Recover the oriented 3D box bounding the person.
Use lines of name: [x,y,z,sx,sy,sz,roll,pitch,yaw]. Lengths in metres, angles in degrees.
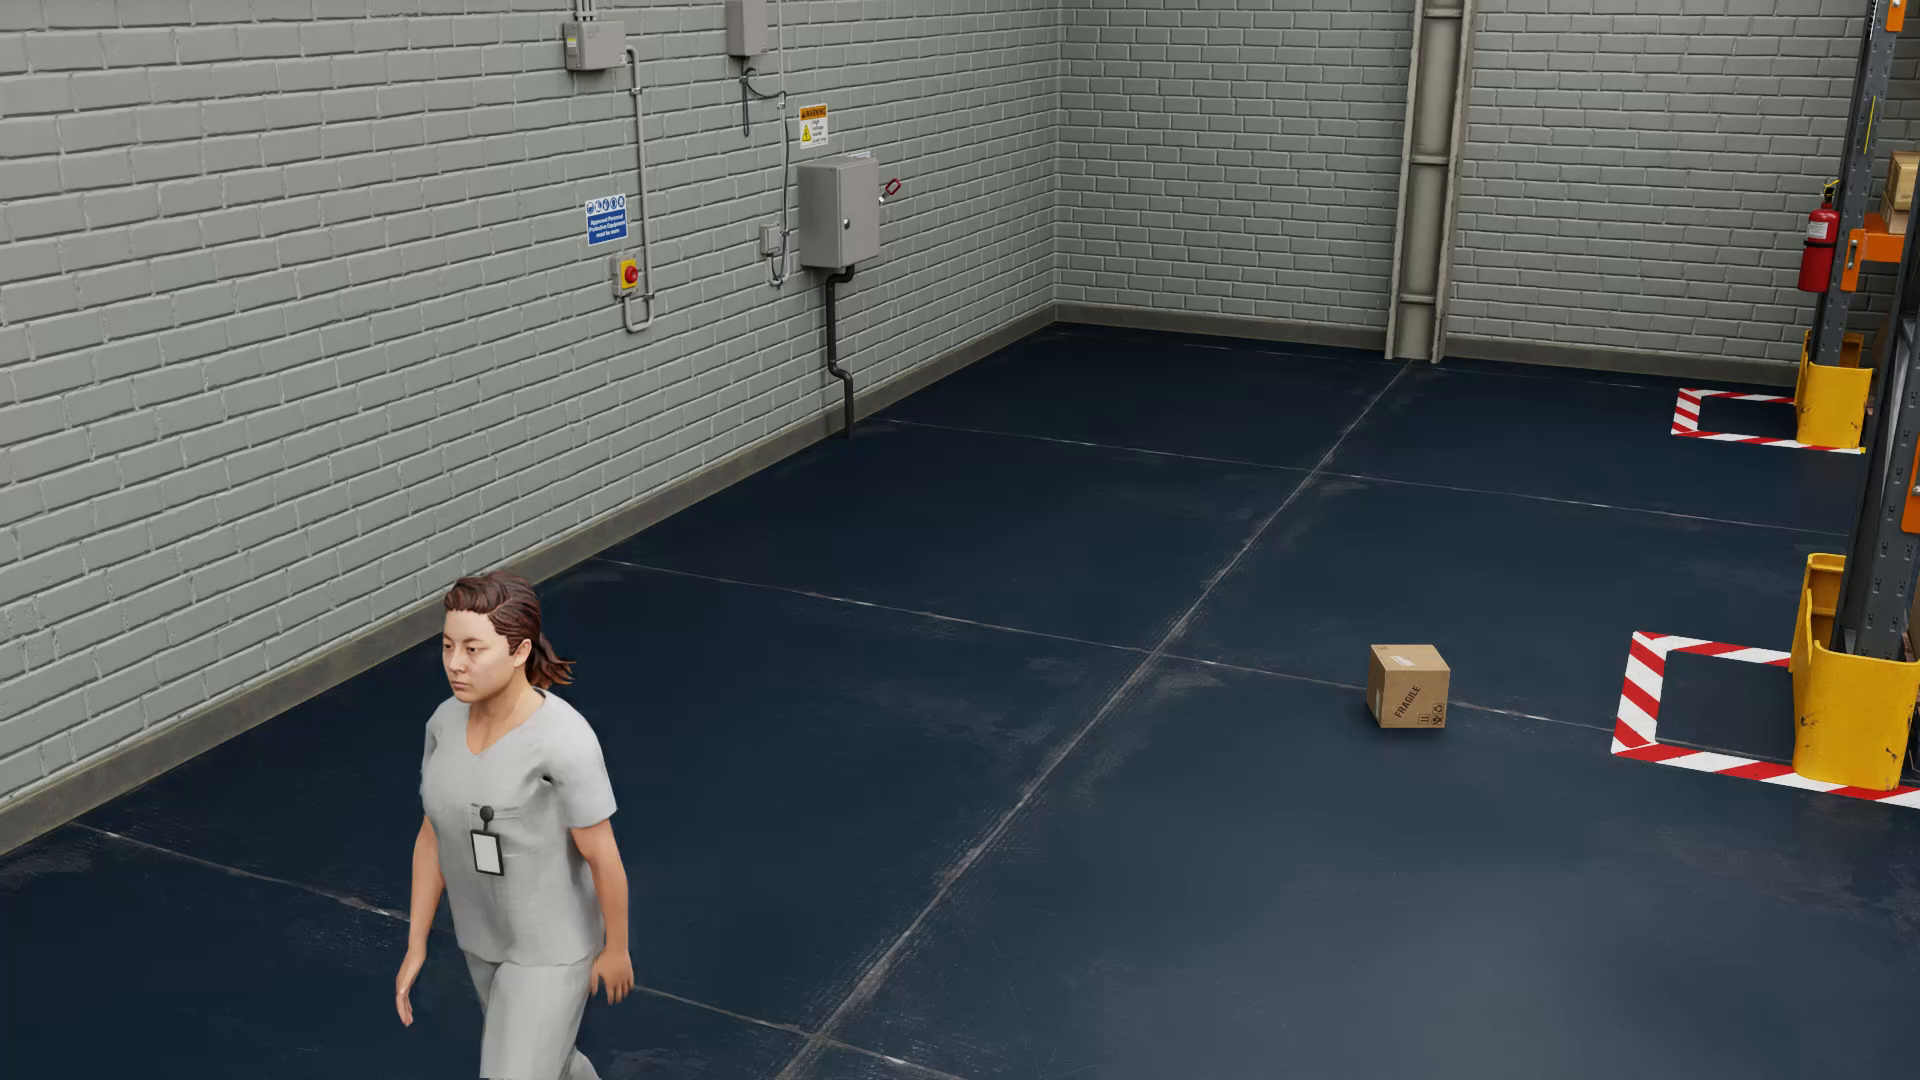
person: [-0.923,0.888,3.529,0.447,1.712,0.544,12,23,32]
